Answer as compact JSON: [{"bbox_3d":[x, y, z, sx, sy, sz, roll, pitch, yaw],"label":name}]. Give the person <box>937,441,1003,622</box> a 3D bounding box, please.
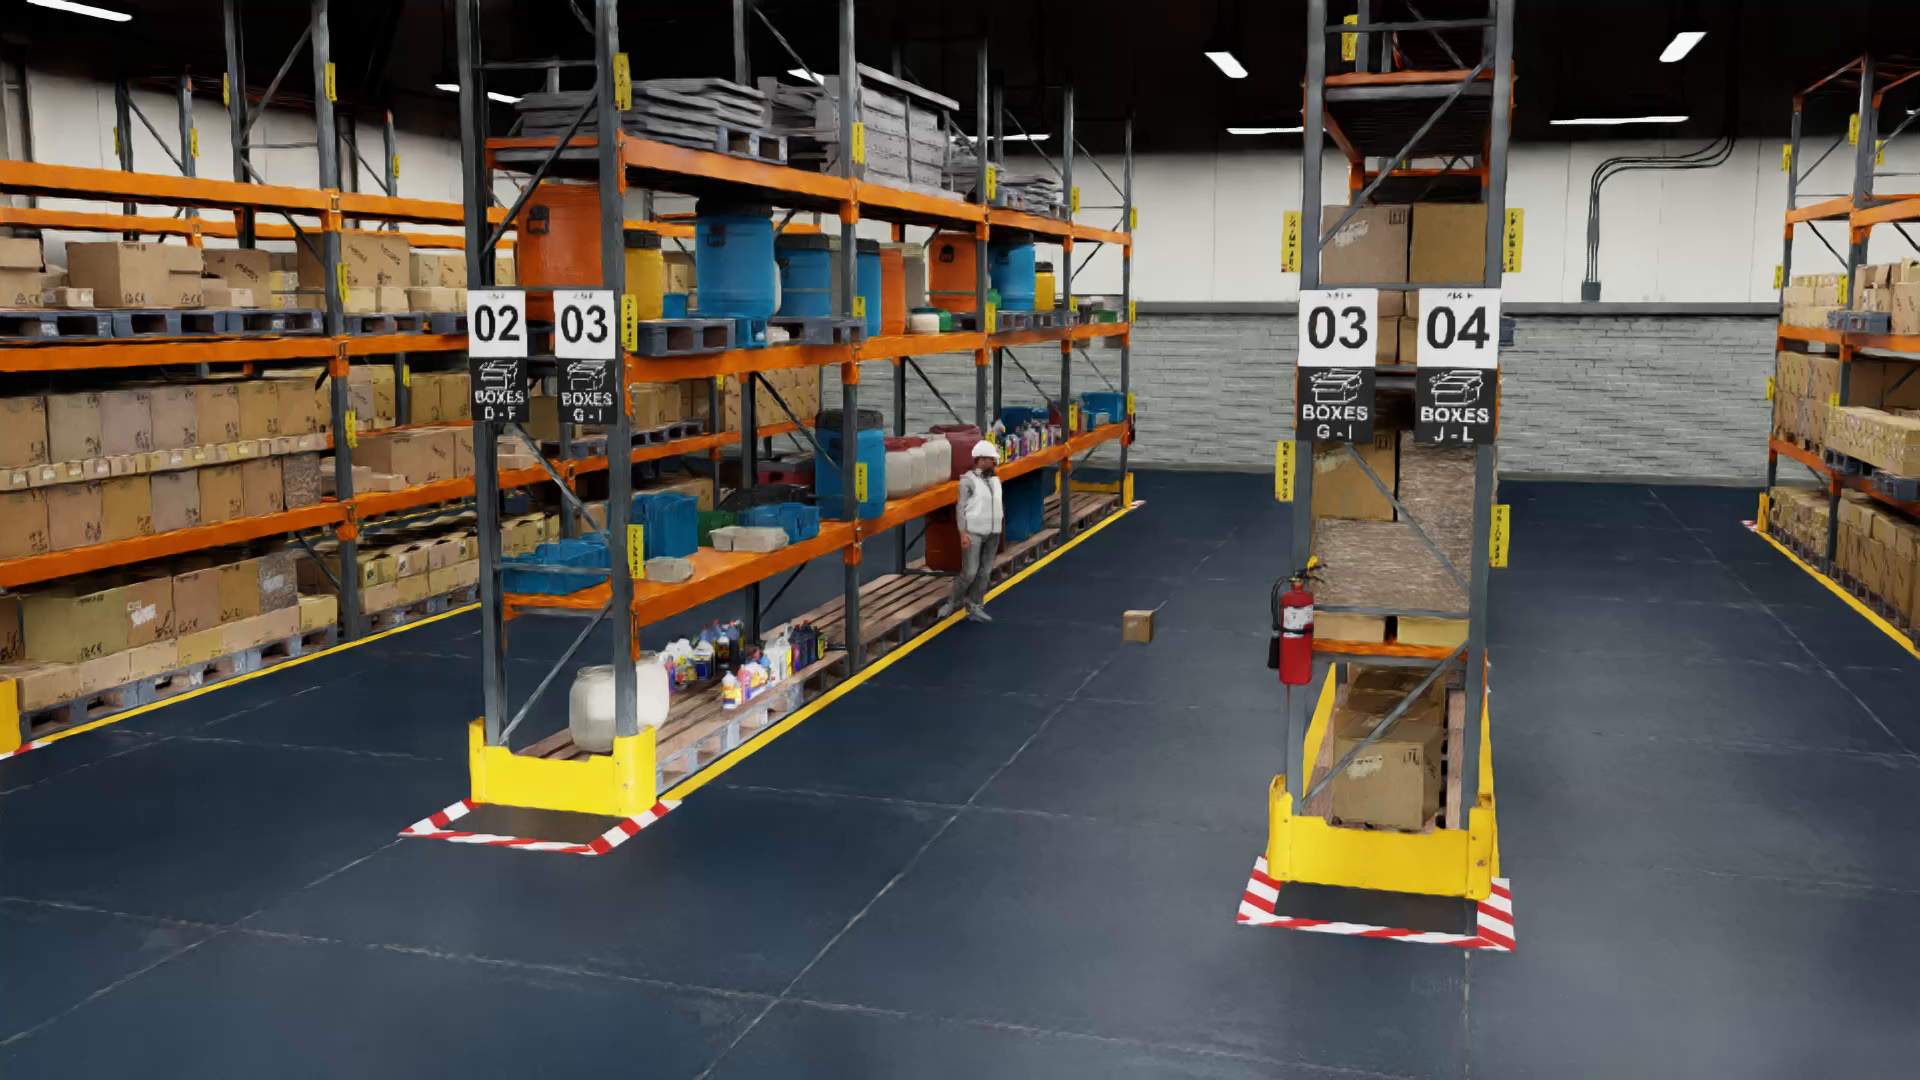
[{"bbox_3d":[0.126,-0.081,16.182,0.704,1.764,0.460,-7,11,-38],"label":"person"}]
